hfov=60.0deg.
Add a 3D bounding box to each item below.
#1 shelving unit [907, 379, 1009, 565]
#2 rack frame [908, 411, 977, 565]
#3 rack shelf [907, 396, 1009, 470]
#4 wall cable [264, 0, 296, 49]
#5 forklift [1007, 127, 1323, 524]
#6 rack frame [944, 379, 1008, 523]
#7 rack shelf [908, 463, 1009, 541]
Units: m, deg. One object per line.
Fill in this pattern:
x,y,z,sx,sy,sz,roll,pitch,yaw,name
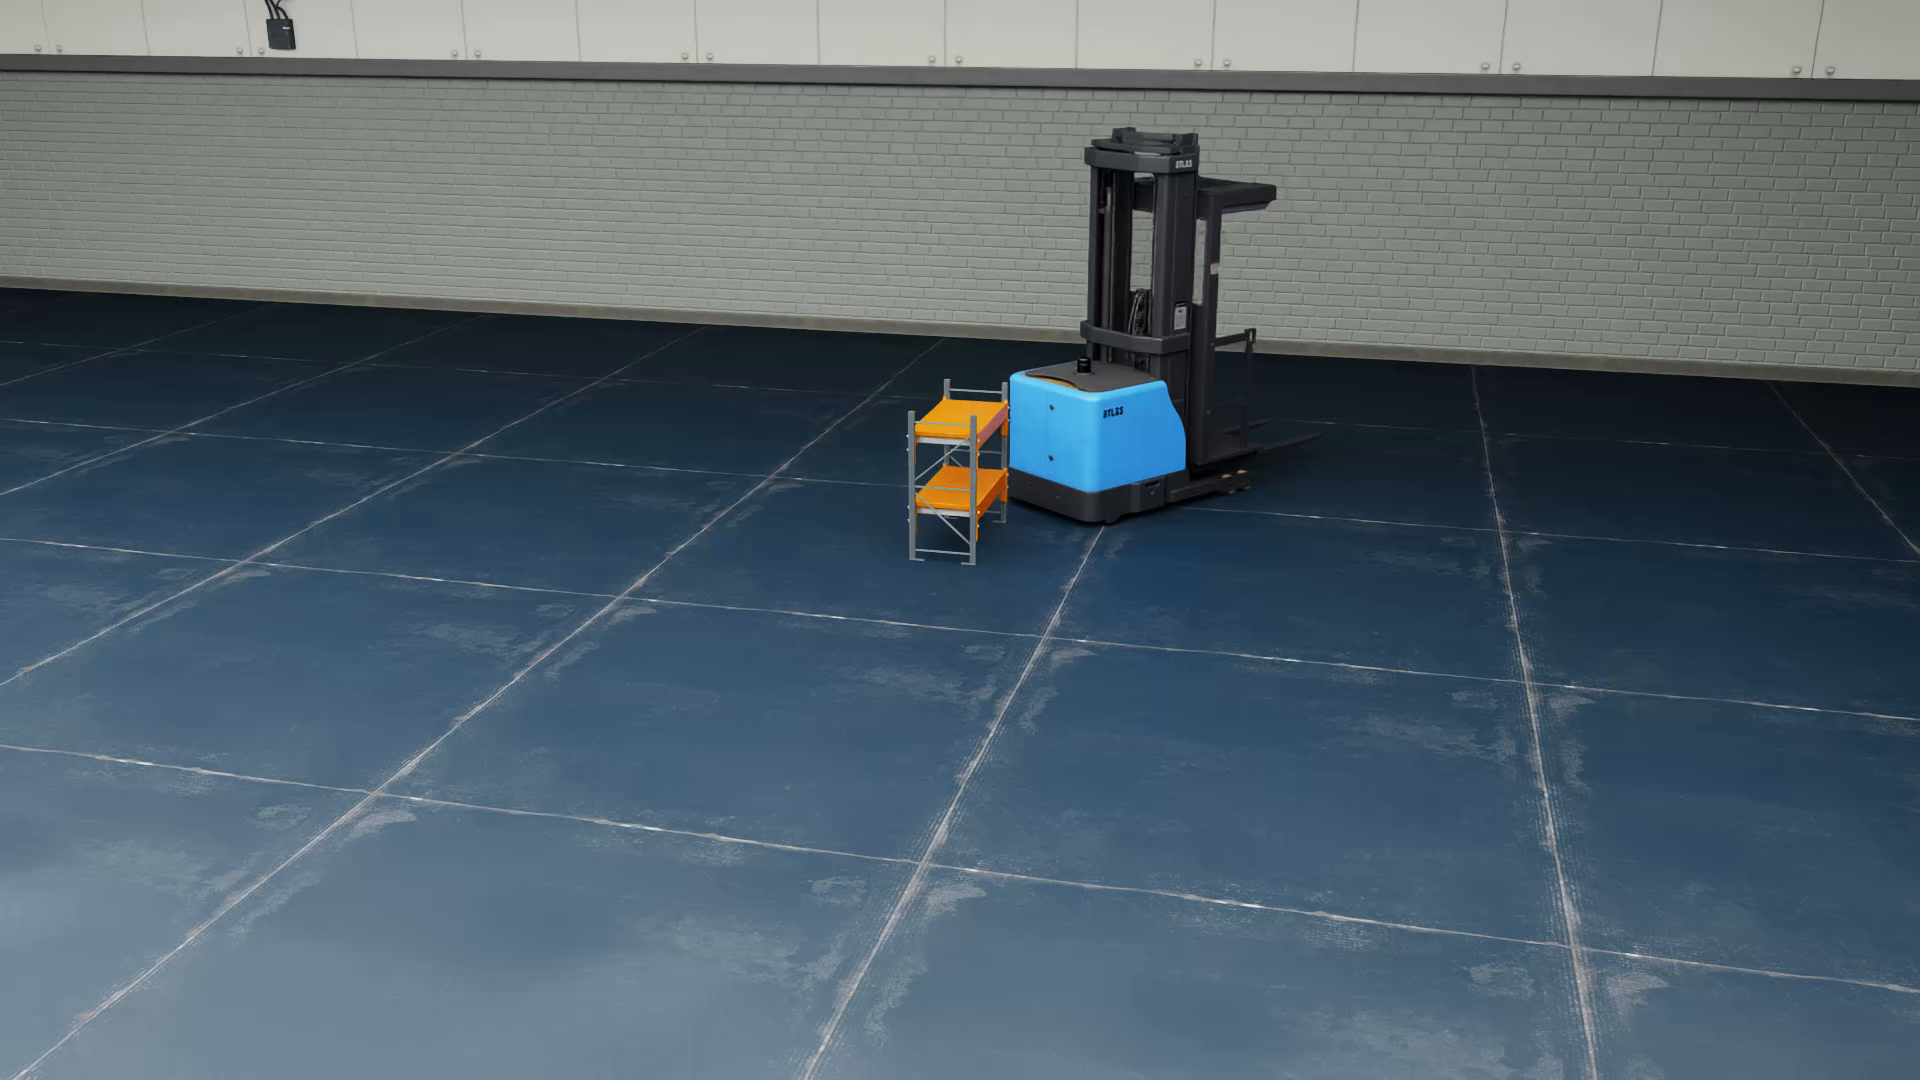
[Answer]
-0.002,-0.530,12.500,0.538,1.125,1.048,5,19,13,shelving unit
-0.126,-0.371,12.033,0.500,1.125,0.032,5,19,13,rack frame
-0.002,-0.807,12.405,0.538,0.278,1.000,5,19,13,rack shelf
-7.453,-8.863,19.453,2.305,6.003,0.169,5,19,13,wall cable
1.840,-1.884,13.668,3.031,2.935,1.130,-15,24,-37,forklift
0.123,-0.690,12.966,0.500,1.125,0.032,5,19,13,rack frame
-0.002,-0.299,12.579,0.538,0.278,1.000,5,19,13,rack shelf
